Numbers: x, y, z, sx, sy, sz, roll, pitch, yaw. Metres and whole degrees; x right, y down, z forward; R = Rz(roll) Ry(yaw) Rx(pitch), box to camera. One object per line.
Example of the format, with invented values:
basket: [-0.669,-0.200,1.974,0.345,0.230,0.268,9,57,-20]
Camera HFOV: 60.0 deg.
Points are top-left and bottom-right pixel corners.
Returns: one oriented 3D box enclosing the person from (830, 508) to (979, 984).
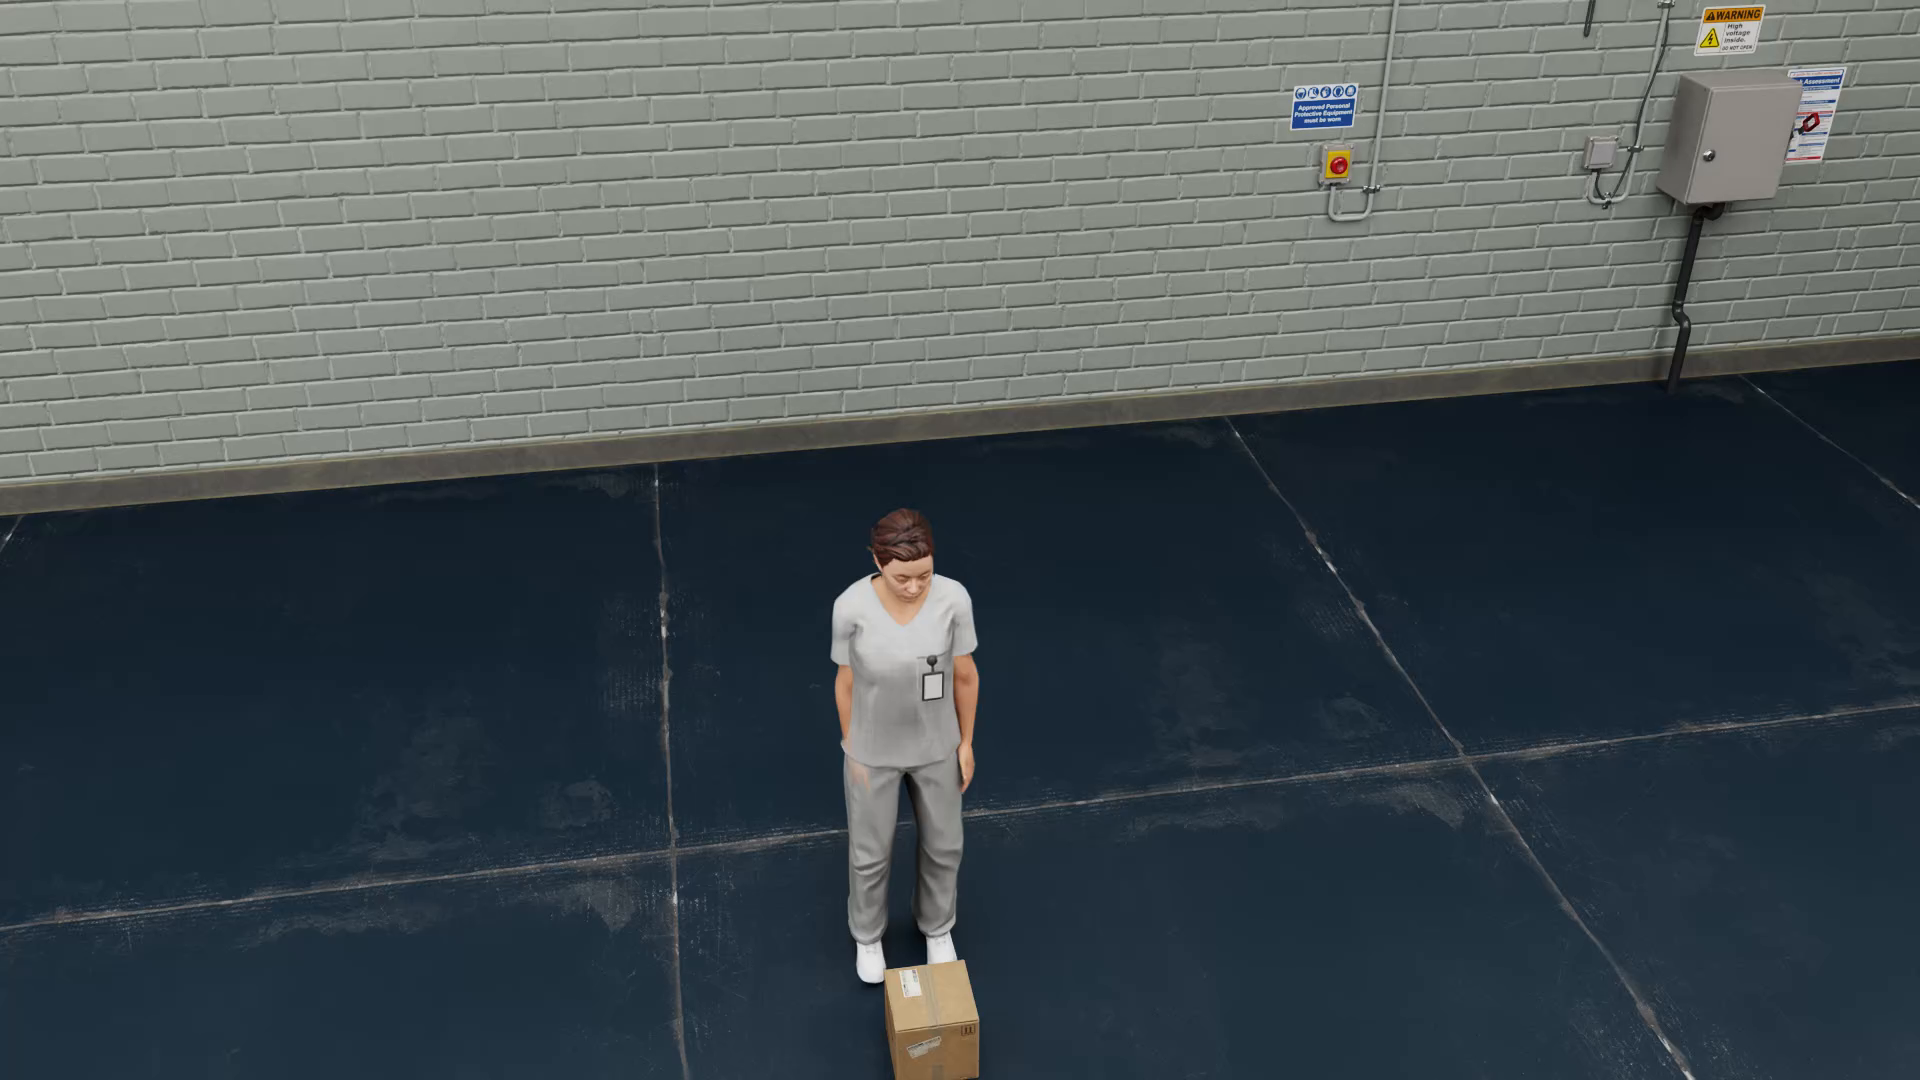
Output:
person: [-0.162,0.626,5.094,0.443,1.671,0.362,-5,31,-8]
